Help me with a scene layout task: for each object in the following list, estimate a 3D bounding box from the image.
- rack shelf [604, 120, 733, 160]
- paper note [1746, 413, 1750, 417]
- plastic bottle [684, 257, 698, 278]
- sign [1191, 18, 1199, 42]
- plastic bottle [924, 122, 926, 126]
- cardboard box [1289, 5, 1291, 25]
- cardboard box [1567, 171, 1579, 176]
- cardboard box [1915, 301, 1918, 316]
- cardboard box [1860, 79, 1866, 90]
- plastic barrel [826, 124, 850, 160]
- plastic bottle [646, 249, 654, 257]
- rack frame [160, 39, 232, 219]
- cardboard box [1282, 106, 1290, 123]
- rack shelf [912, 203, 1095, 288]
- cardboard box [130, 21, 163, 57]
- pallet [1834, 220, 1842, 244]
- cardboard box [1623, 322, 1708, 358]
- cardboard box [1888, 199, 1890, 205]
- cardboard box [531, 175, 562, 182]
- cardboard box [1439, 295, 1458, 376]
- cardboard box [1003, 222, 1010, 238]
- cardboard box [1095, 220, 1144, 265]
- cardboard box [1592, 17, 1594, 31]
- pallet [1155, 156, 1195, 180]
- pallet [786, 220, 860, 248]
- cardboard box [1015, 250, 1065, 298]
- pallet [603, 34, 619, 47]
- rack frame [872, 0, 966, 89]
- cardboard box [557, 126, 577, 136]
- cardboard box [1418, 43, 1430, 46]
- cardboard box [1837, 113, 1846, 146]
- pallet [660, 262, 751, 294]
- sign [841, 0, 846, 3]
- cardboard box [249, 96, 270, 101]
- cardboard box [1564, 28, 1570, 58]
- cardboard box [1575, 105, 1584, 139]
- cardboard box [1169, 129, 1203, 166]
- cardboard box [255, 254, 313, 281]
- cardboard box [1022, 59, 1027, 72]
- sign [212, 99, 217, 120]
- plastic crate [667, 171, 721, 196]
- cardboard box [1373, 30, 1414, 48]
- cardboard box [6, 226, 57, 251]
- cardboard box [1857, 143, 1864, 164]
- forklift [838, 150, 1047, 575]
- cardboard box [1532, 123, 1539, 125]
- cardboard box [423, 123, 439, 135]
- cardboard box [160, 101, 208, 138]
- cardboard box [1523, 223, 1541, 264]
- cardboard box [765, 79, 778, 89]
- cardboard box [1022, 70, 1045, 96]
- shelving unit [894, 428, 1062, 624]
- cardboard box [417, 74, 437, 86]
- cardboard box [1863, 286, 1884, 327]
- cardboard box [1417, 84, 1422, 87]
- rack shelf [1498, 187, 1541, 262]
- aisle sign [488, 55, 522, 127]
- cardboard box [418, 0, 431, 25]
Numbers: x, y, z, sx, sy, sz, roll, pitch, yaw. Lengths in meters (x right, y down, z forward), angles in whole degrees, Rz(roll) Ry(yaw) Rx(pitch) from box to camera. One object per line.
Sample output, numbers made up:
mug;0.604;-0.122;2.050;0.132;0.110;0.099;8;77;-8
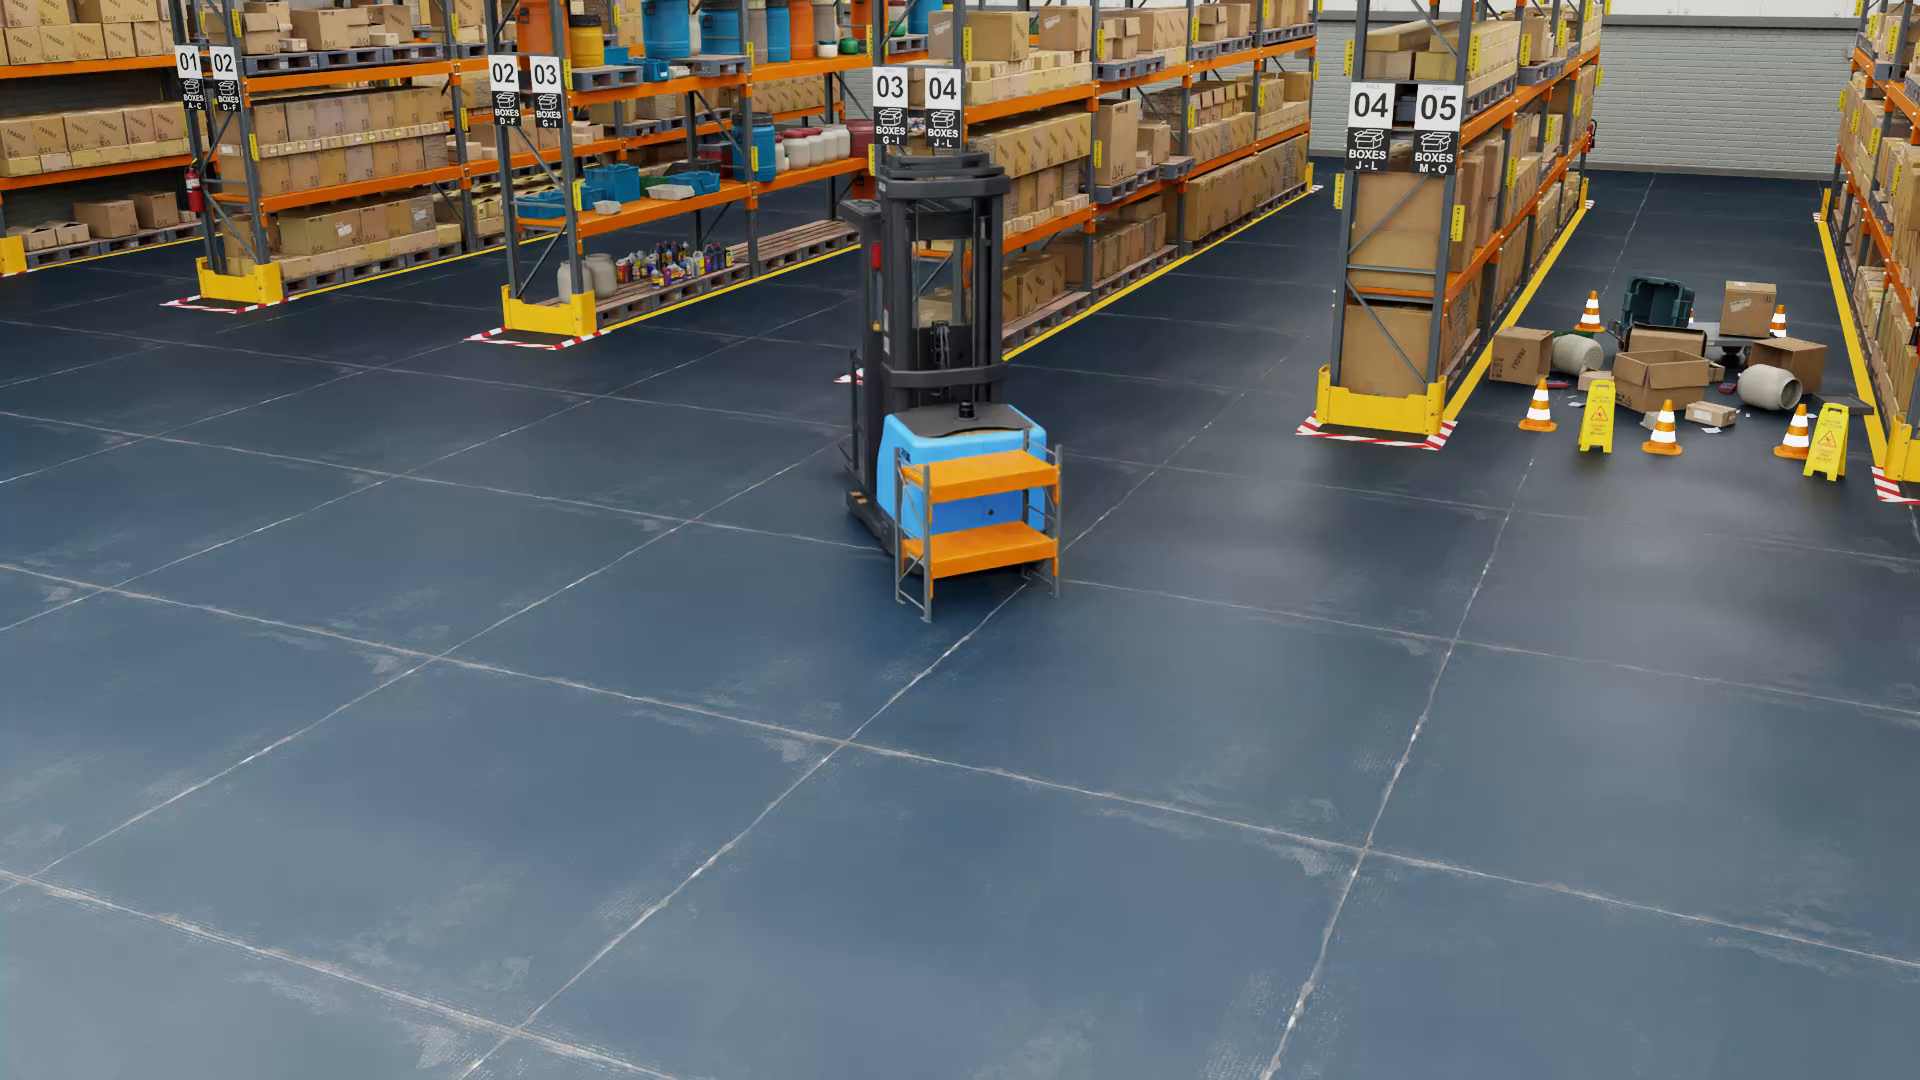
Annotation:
rack shelf;-5.364;-7.330;30.177;1.077;0.370;4.000;9;21;23
paper note;7.782;-1.233;16.422;0.032;0.001;0.123;9;21;23
plastic bottle;-3.585;-3.635;22.122;0.152;0.276;0.135;9;21;24
sign;3.347;-7.279;23.711;0.100;0.325;0.005;9;21;23
plastic bottle;-0.556;-6.914;28.006;0.144;0.351;0.185;9;21;23
cardboard box;5.457;-9.362;29.414;0.700;0.500;0.500;7;21;19
cardboard box;10.627;-6.370;29.143;0.380;0.149;0.250;9;21;23
cardboard box;8.579;-2.010;14.518;0.380;0.149;0.250;8;21;22
cardboard box;14.036;-6.981;25.513;0.380;0.149;0.250;9;21;23
plastic barrel;-1.892;-6.086;25.437;0.421;0.512;0.421;0;20;0
plastic bottle;-4.196;-3.789;22.544;0.061;0.283;0.133;10;22;25
rack frame;-12.342;-6.513;26.807;1.000;3.000;0.127;9;21;23
cardboard box;5.547;-7.557;29.522;0.500;0.250;0.500;9;21;23
rack shelf;0.396;-3.524;19.475;1.077;0.370;4.000;9;21;23
cardboard box;-12.542;-7.642;25.325;0.500;0.500;0.500;7;21;18
pallet;14.413;-4.842;26.270;1.003;0.211;1.213;9;21;23
cardboard box;7.403;-1.951;17.501;0.797;0.637;0.503;9;21;23
cardboard box;11.132;-4.018;19.539;0.380;0.149;0.250;10;22;26
cardboard box;-6.873;-5.943;27.842;0.500;0.311;0.500;8;21;21
cardboard box;4.637;-2.223;17.286;0.875;0.875;0.875;8;21;22
cardboard box;0.340;-3.491;18.682;0.380;0.149;0.250;9;21;23
cardboard box;2.156;-4.174;23.302;0.700;0.500;0.500;11;22;27
cardboard box;10.018;-8.368;27.024;0.500;0.250;0.500;8;21;20
pallet;2.658;-5.374;23.890;1.213;0.211;1.003;9;21;23
pallet;-2.018;-4.831;26.239;1.003;0.211;1.213;9;21;23
cardboard box;1.015;-3.378;21.094;0.500;0.500;0.500;8;21;21
pallet;-6.379;-8.162;27.248;1.213;0.211;1.003;10;22;25
rack frame;-0.423;-6.078;16.630;1.000;3.000;0.127;9;21;23
cardboard box;-6.726;-6.769;27.658;0.500;0.311;0.500;8;21;22
cardboard box;4.418;-4.762;16.410;0.500;0.250;0.500;8;21;22
cardboard box;14.712;-6.723;27.246;0.500;0.500;0.500;8;21;22
pallet;-3.617;-3.641;22.890;1.003;0.211;1.213;9;21;23
sign;-2.409;-11.251;34.331;0.100;0.325;0.005;9;21;23
cardboard box;-11.867;-7.088;27.618;0.700;0.500;0.500;11;22;28
cardboard box;8.212;-6.891;23.244;0.500;0.500;0.500;9;21;23
cardboard box;9.843;-6.814;27.059;0.500;0.500;0.500;8;21;22
cardboard box;3.300;-5.855;24.808;0.500;0.500;0.500;9;22;24
cardboard box;-9.036;-3.648;22.226;0.500;0.250;0.500;9;21;23
cardboard box;0.524;-5.310;18.576;0.380;0.149;0.250;8;21;22
sign;-11.844;-6.849;26.459;0.100;0.325;0.005;9;21;23
plastic crate;-3.509;-4.708;21.953;0.499;0.251;0.616;9;21;23
cardboard box;4.098;-4.760;15.808;0.380;0.149;0.250;9;21;24
cardboard box;-13.614;-4.430;24.305;0.500;0.311;0.500;6;20;17
cardboard box;12.676;-5.315;22.916;0.500;0.250;0.500;9;21;23
forklift;-0.295;-1.585;13.052;1.130;2.935;3.031;-6;20;-17
cardboard box;8.345;-5.938;24.049;0.380;0.149;0.250;8;21;22
cardboard box;-7.840;-6.000;24.245;0.380;0.149;0.250;8;21;22
cardboard box;-12.253;-6.618;26.177;0.500;0.500;0.500;8;21;23
cardboard box;7.859;-4.187;23.369;0.500;0.500;0.500;8;21;20
cardboard box;-3.885;-9.062;32.331;0.500;0.500;0.500;8;21;21
cardboard box;0.631;-5.175;18.791;0.500;0.250;0.500;9;22;24
shelving unit;0.126;-0.113;11.607;1.048;1.125;0.538;-10;22;-26
cardboard box;-10.063;-8.554;30.803;0.500;0.250;0.500;8;21;22
cardboard box;11.043;-2.668;19.289;0.950;0.372;0.625;9;22;24
cardboard box;4.408;-4.616;16.595;0.380;0.149;0.250;9;21;23
rack shelf;6.518;-4.035;20.913;1.077;0.370;4.000;9;21;23
aisle sign;-5.242;-5.175;19.163;0.394;0.787;0.004;9;21;23
cardboard box;-10.150;-9.896;31.037;0.700;0.500;0.500;10;22;25
